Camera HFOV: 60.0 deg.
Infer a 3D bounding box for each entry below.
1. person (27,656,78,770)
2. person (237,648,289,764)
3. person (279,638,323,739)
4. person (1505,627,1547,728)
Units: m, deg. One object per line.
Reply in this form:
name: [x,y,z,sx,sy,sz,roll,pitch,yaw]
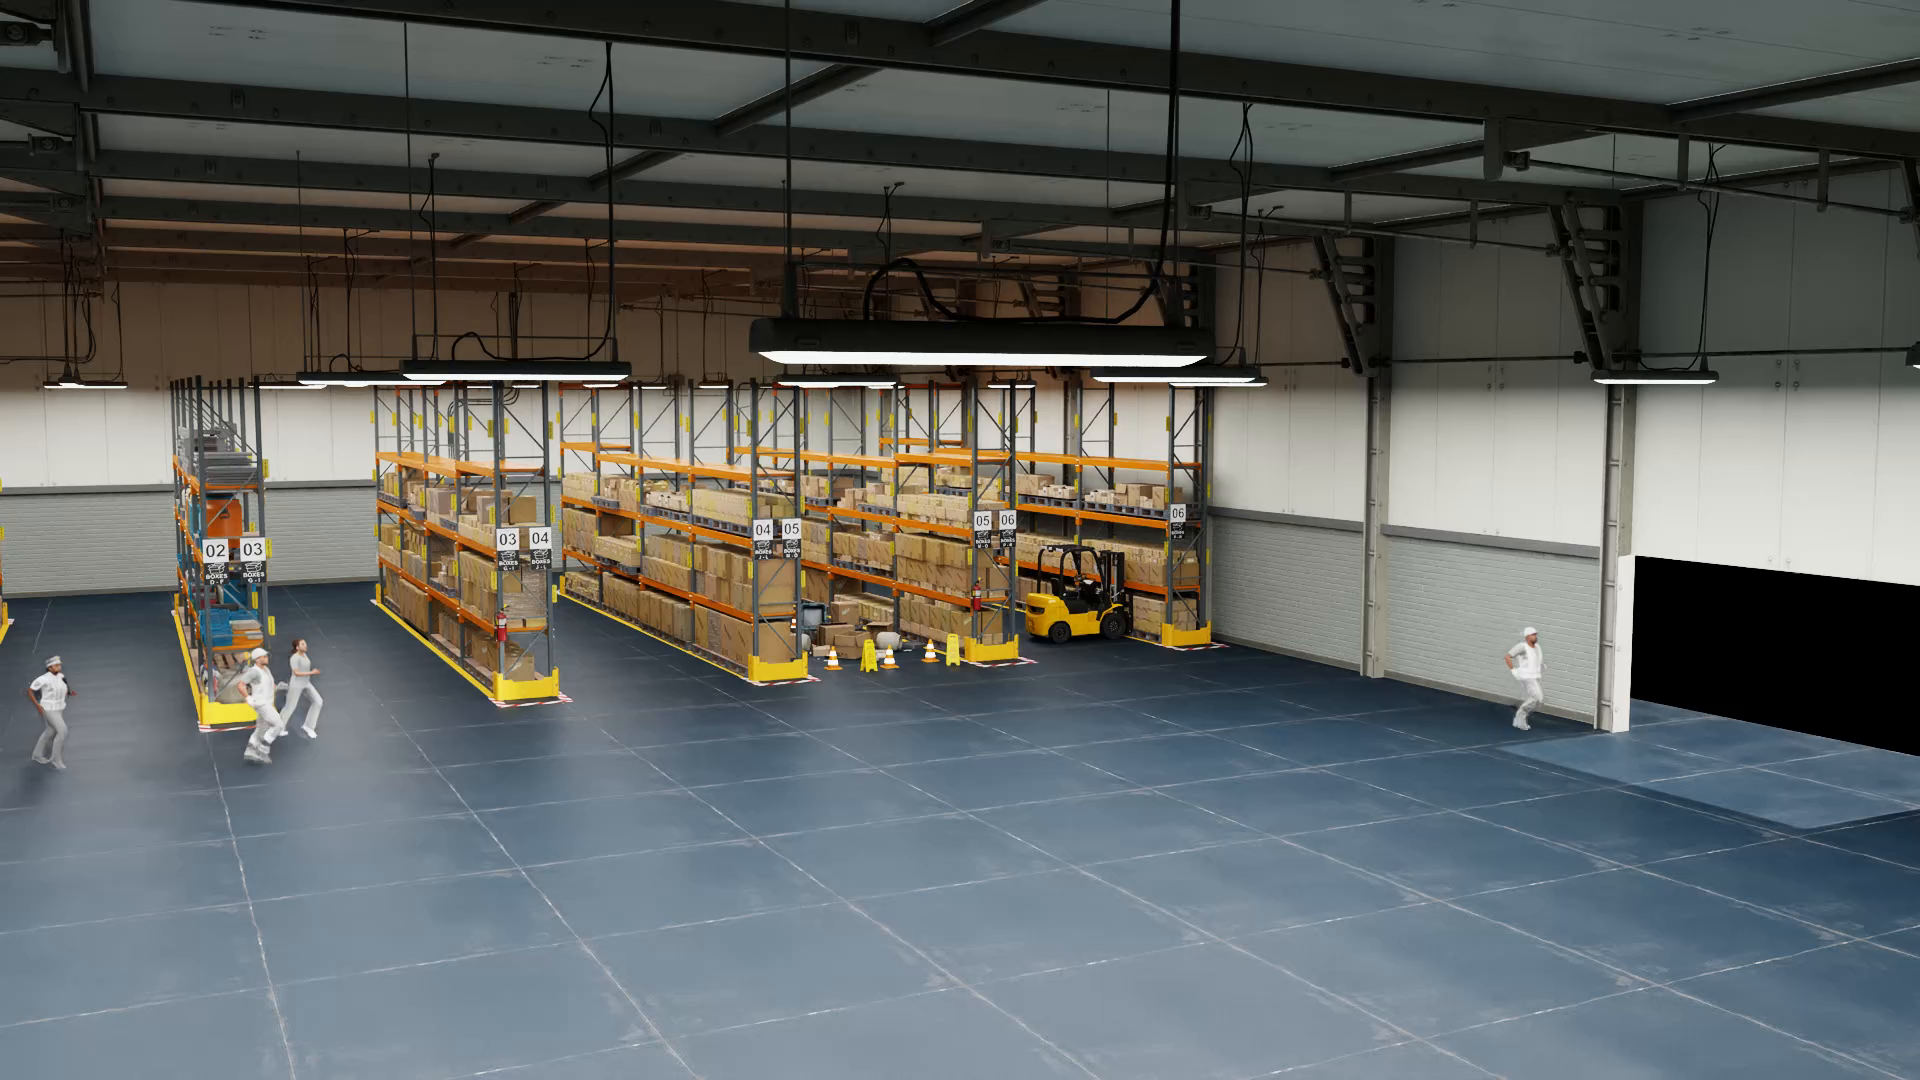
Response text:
person: [-13.856,2.630,25.391,0.759,1.749,0.568,0,5,3]
person: [-10.706,2.555,25.606,0.709,1.792,0.640,-1,5,-7]
person: [-10.939,2.449,27.503,0.872,1.694,0.574,1,5,9]
person: [9.664,2.341,28.180,0.686,1.722,0.609,-4,7,-41]
